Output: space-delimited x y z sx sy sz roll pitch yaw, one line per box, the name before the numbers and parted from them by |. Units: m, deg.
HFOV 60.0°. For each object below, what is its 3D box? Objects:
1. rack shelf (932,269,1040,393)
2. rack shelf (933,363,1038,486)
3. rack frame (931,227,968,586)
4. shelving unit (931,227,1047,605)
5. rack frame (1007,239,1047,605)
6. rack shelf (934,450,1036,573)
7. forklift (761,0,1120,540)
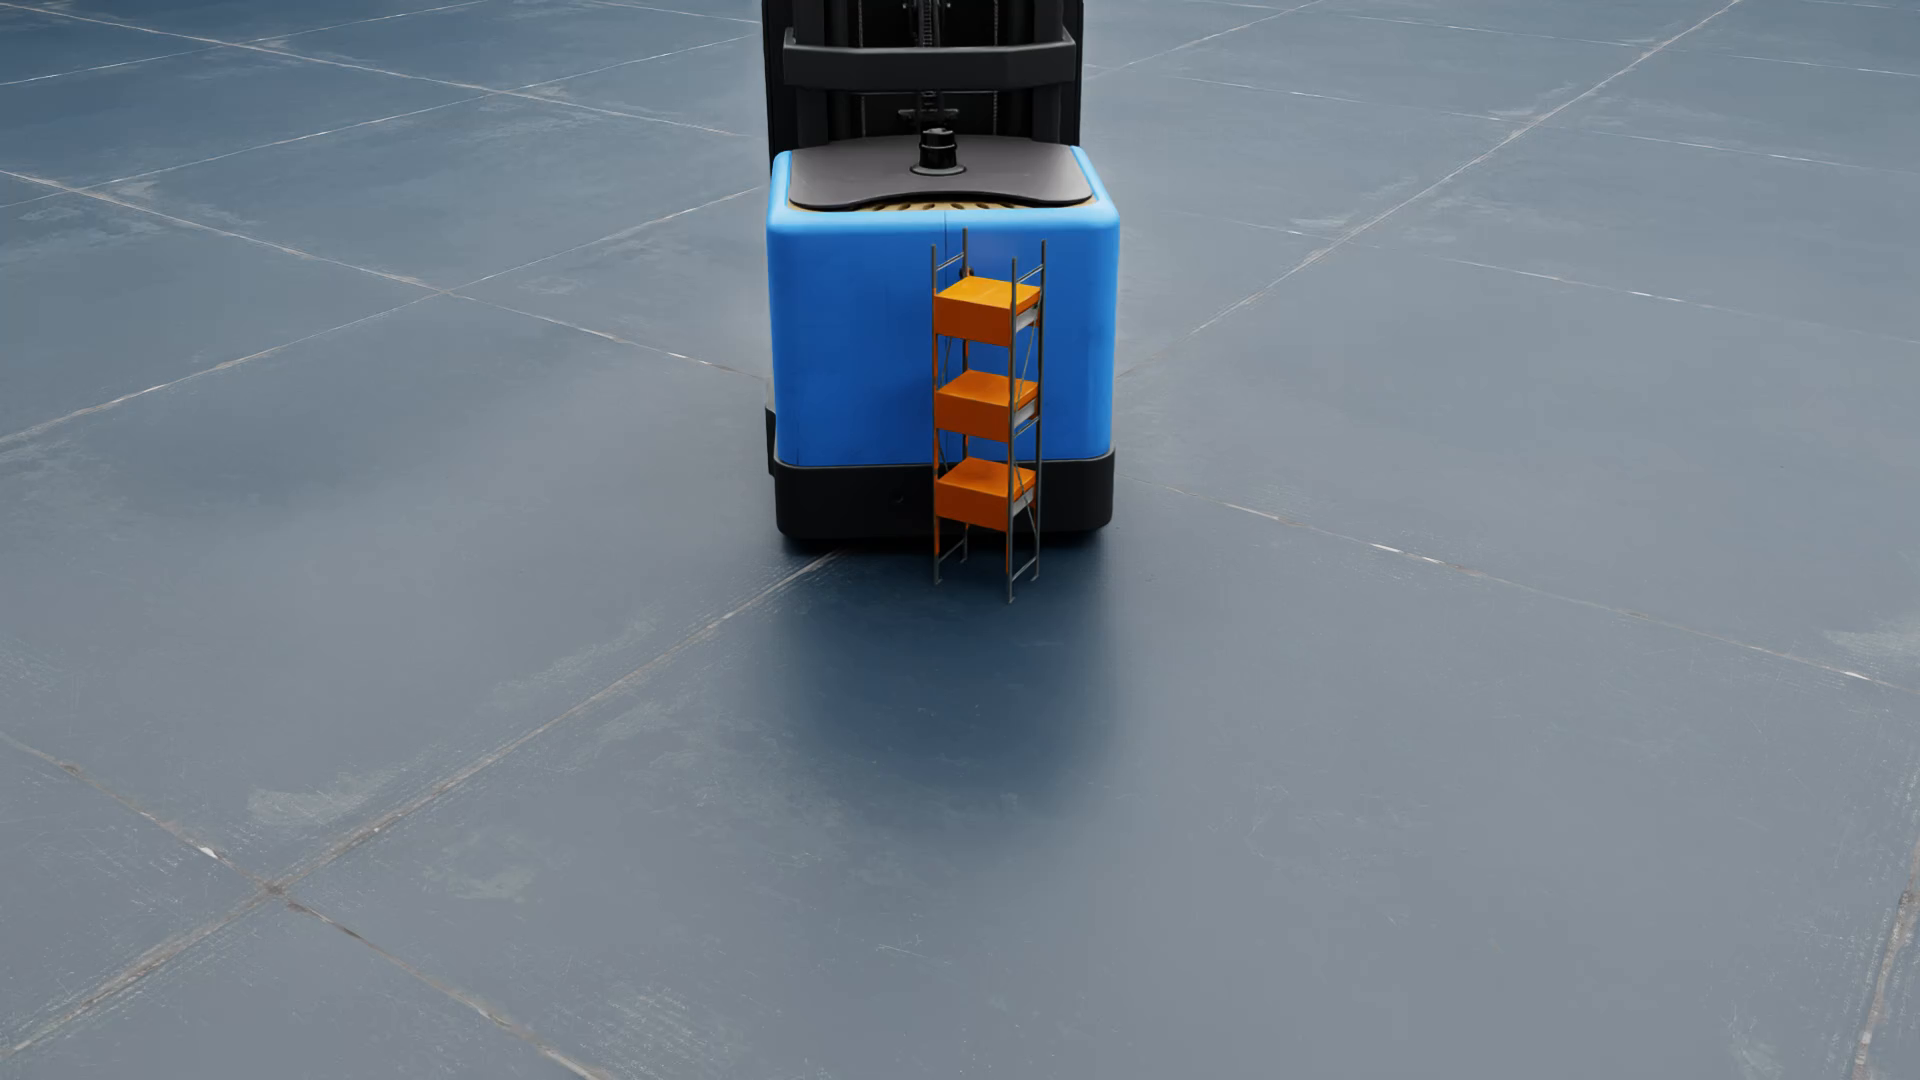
rack shelf | 0.080 -0.587 4.643 0.240 0.259 0.215 14 30 25
rack shelf | 0.080 -0.334 4.772 0.240 0.259 0.215 14 30 25
rack frame | -0.028 -0.369 4.818 0.008 1.050 0.200 14 30 25
shelving unit | 0.080 -0.343 4.767 0.252 1.050 0.215 14 30 25
rack frame | 0.187 -0.317 4.716 0.008 1.050 0.200 14 30 25
rack shelf | 0.080 -0.086 4.898 0.240 0.259 0.215 14 30 25
forklift | -0.143 -1.941 5.832 1.130 2.935 3.031 -2 27 -4
